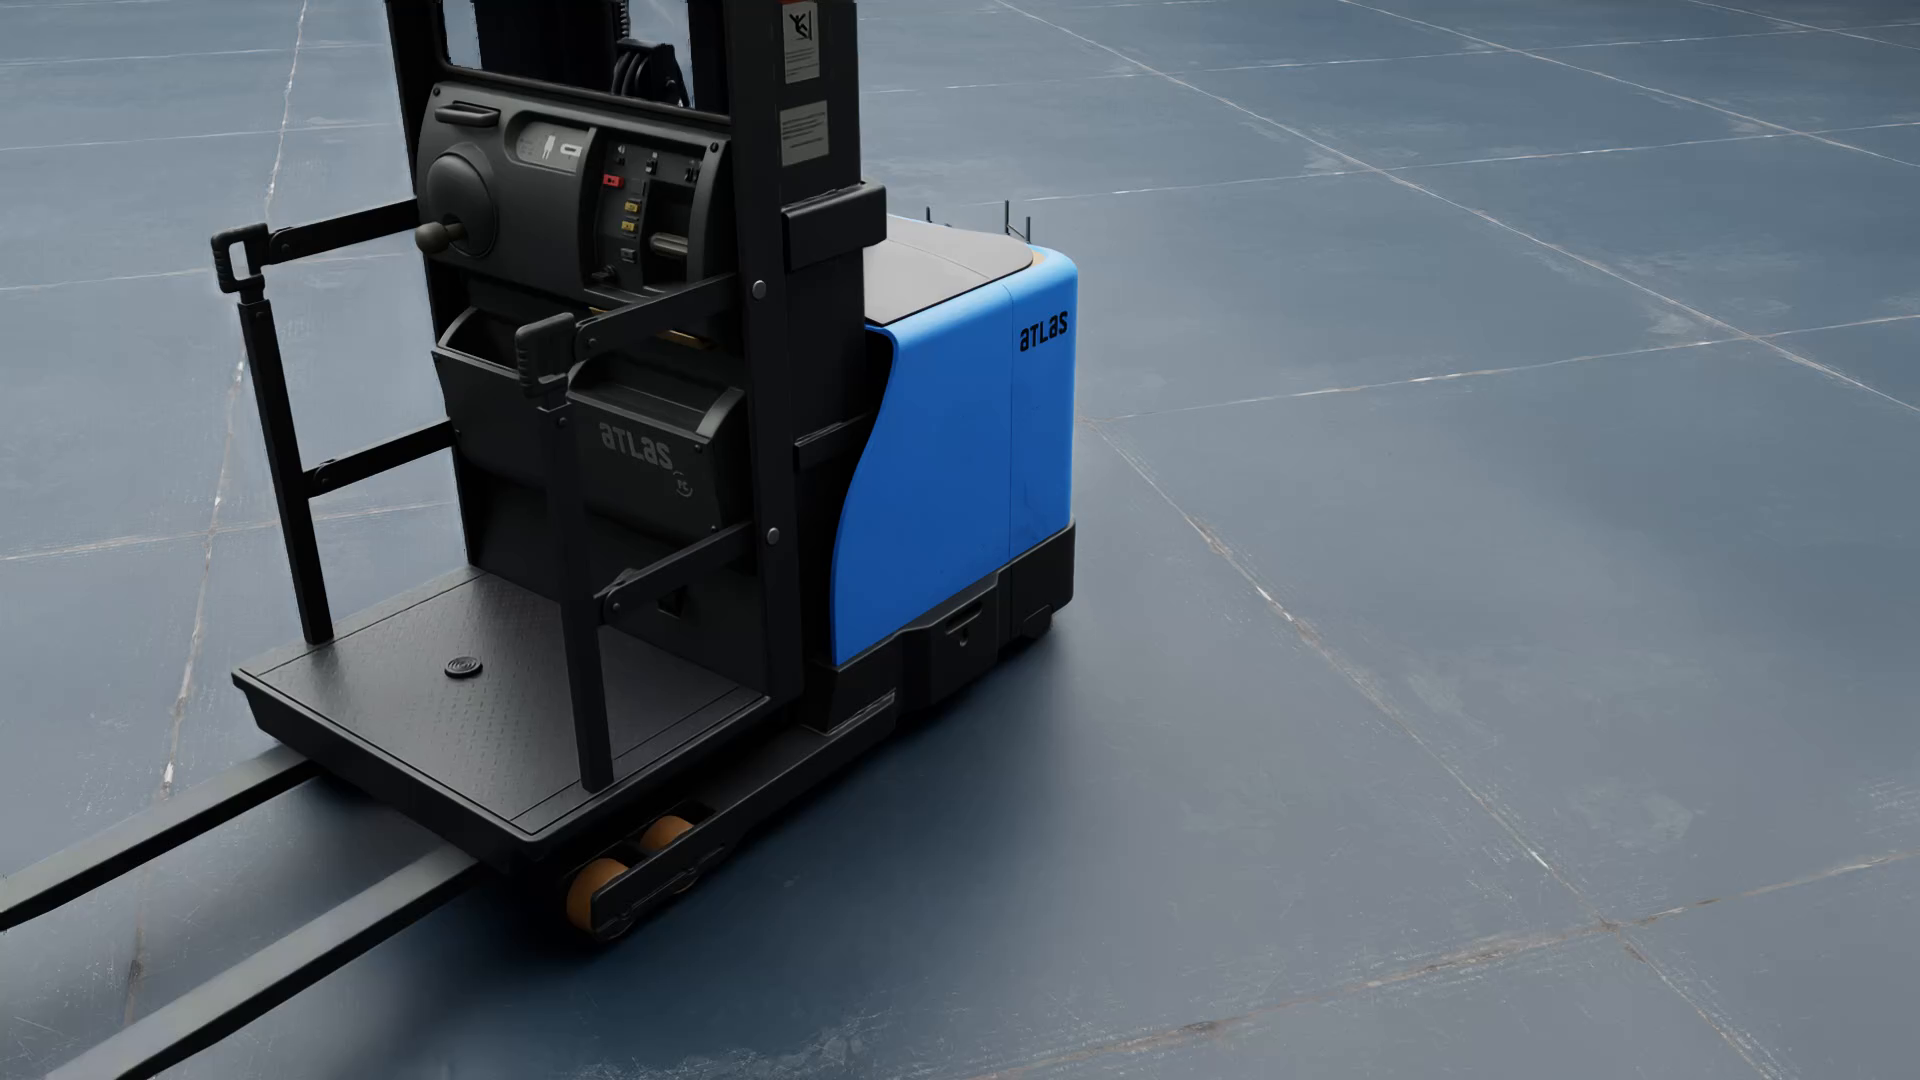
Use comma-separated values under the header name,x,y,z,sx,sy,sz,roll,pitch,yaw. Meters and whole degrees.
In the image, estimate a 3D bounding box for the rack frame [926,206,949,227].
name,x,y,z,sx,sy,sz,roll,pitch,yaw
rack frame,-0.065,-0.461,4.998,0.008,1.050,0.200,-8,28,-16

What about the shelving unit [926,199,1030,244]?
name,x,y,z,sx,sy,sz,roll,pitch,yaw
shelving unit,0.051,-0.478,5.031,0.252,1.050,0.215,-8,28,-16

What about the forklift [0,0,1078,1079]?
name,x,y,z,sx,sy,sz,roll,pitch,yaw
forklift,-0.974,-0.713,3.389,1.130,2.935,3.031,19,32,33

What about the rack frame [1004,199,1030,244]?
name,x,y,z,sx,sy,sz,roll,pitch,yaw
rack frame,0.167,-0.494,5.065,0.008,1.050,0.200,-8,28,-16
